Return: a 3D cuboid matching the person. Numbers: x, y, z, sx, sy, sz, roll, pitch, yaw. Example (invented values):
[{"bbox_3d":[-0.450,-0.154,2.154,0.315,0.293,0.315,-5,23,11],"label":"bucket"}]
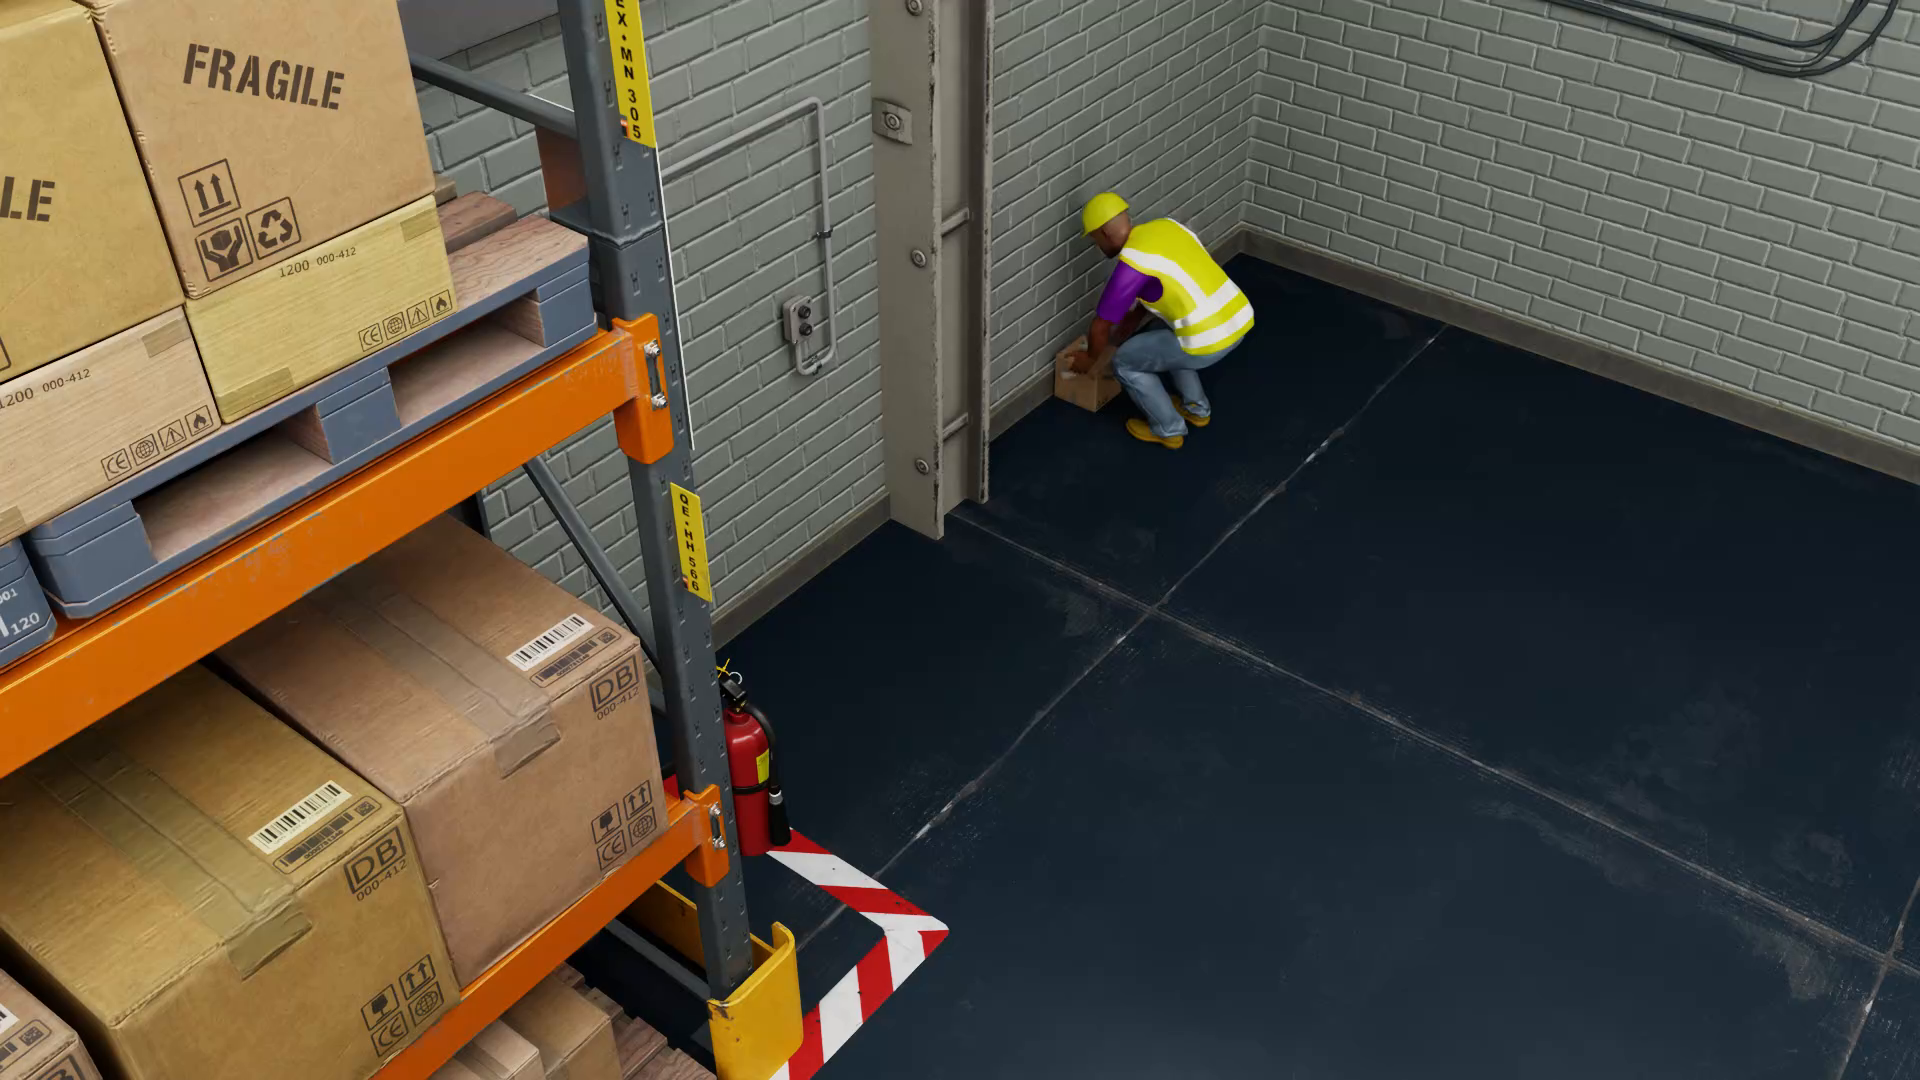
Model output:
[{"bbox_3d":[0.938,-1.030,7.904,0.856,1.167,0.615,26,45,28],"label":"person"}]
